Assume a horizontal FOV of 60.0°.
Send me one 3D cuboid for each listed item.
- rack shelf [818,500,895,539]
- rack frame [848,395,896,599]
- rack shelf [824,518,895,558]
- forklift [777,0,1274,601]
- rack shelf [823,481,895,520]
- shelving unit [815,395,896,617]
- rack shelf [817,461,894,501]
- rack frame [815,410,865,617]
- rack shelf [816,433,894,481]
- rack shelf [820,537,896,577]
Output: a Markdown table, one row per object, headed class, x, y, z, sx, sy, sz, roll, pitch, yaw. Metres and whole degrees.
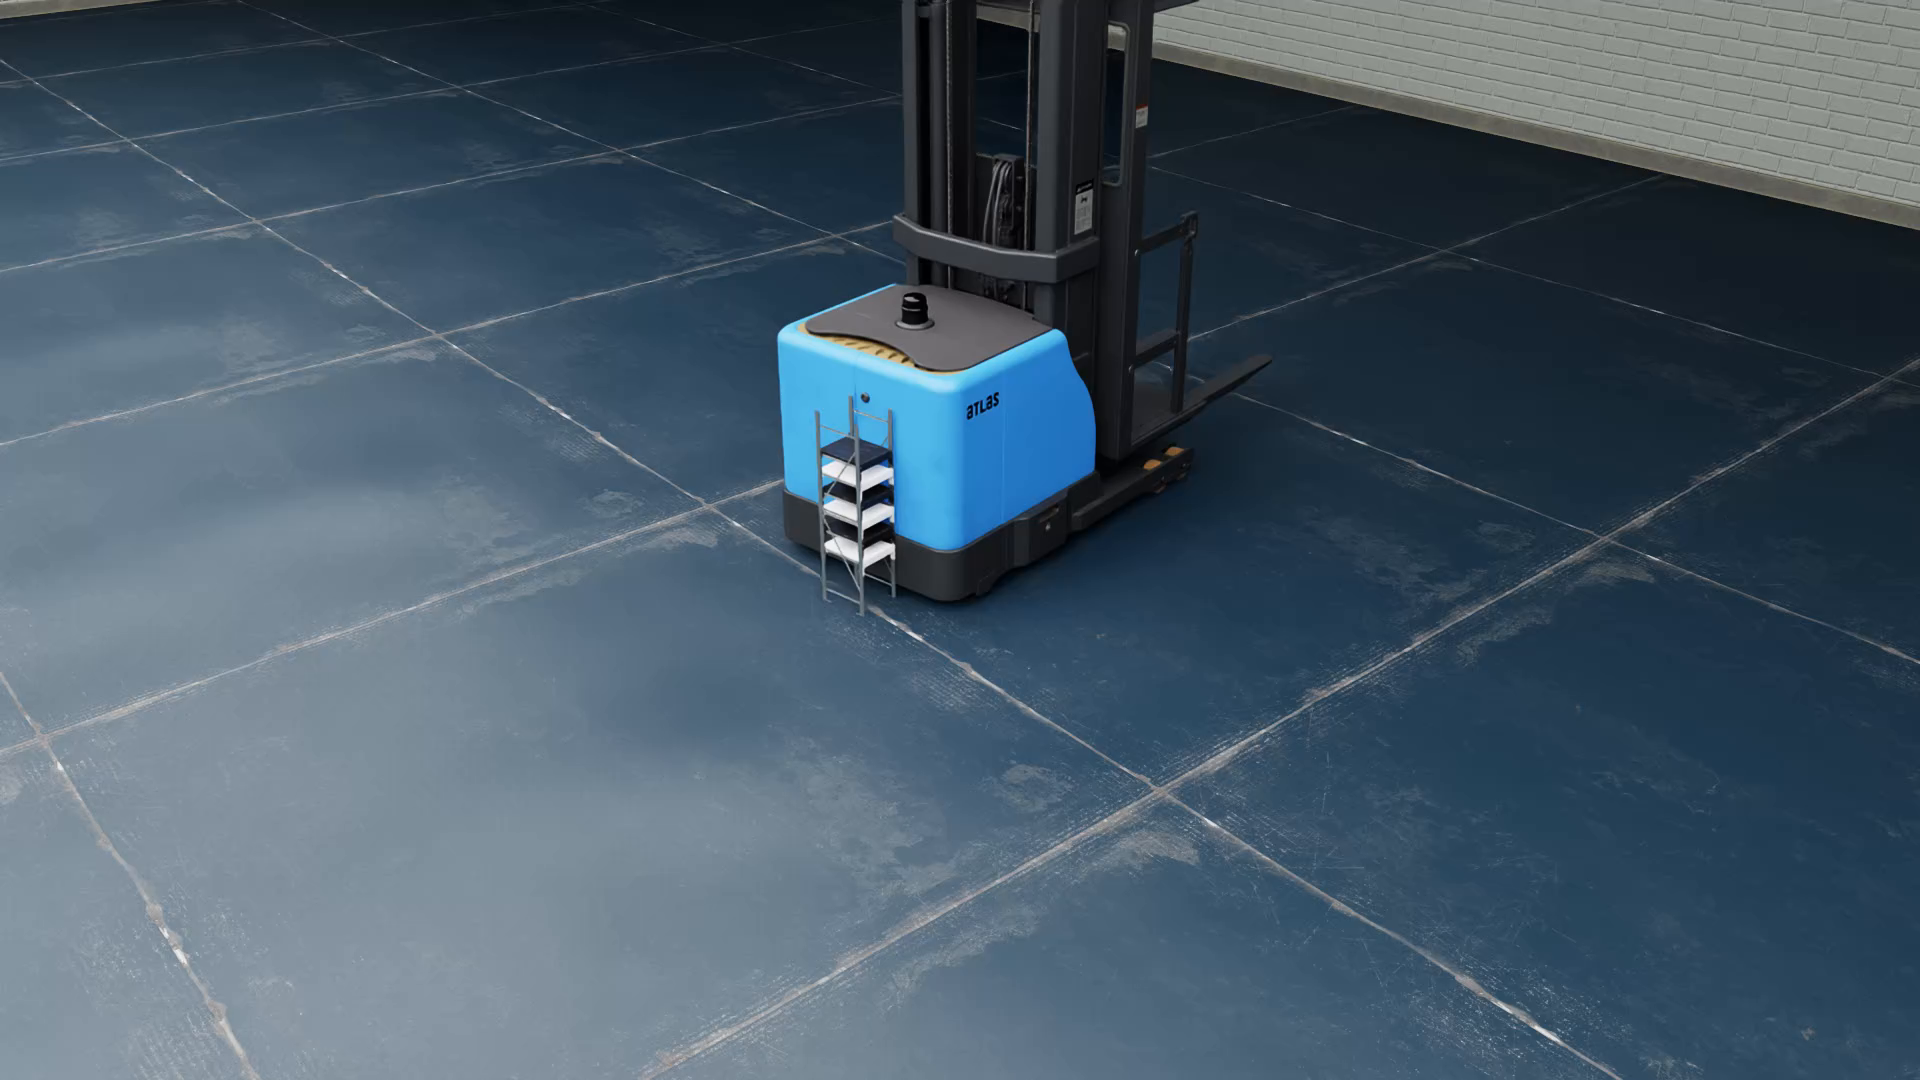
| class | x | y | z | sx | sy | sz | roll | pitch | yaw |
| --- | --- | --- | --- | --- | --- | --- | --- | --- | --- |
| rack shelf | -0.439 | -0.109 | 7.070 | 0.258 | 0.077 | 0.200 | 21 | 35 | 34 |
| rack frame | -0.374 | -0.175 | 7.123 | 0.240 | 0.900 | 0.006 | 21 | 35 | 34 |
| rack shelf | -0.439 | -0.030 | 7.112 | 0.258 | 0.077 | 0.200 | 21 | 35 | 34 |
| forklift | 0.514 | -1.655 | 7.738 | 1.130 | 2.935 | 3.031 | 21 | 35 | 34 |
| rack shelf | -0.439 | -0.188 | 7.027 | 0.258 | 0.077 | 0.200 | 21 | 35 | 34 |
| shelving unit | -0.439 | -0.138 | 7.054 | 0.258 | 0.900 | 0.210 | 21 | 35 | 34 |
| rack shelf | -0.439 | -0.268 | 6.985 | 0.258 | 0.077 | 0.200 | 21 | 35 | 34 |
| rack frame | -0.503 | -0.101 | 6.985 | 0.240 | 0.900 | 0.006 | 21 | 35 | 34 |
| rack shelf | -0.439 | -0.347 | 6.943 | 0.258 | 0.077 | 0.200 | 21 | 35 | 34 |
| rack shelf | -0.439 | 0.050 | 7.155 | 0.258 | 0.077 | 0.200 | 21 | 35 | 34 |
